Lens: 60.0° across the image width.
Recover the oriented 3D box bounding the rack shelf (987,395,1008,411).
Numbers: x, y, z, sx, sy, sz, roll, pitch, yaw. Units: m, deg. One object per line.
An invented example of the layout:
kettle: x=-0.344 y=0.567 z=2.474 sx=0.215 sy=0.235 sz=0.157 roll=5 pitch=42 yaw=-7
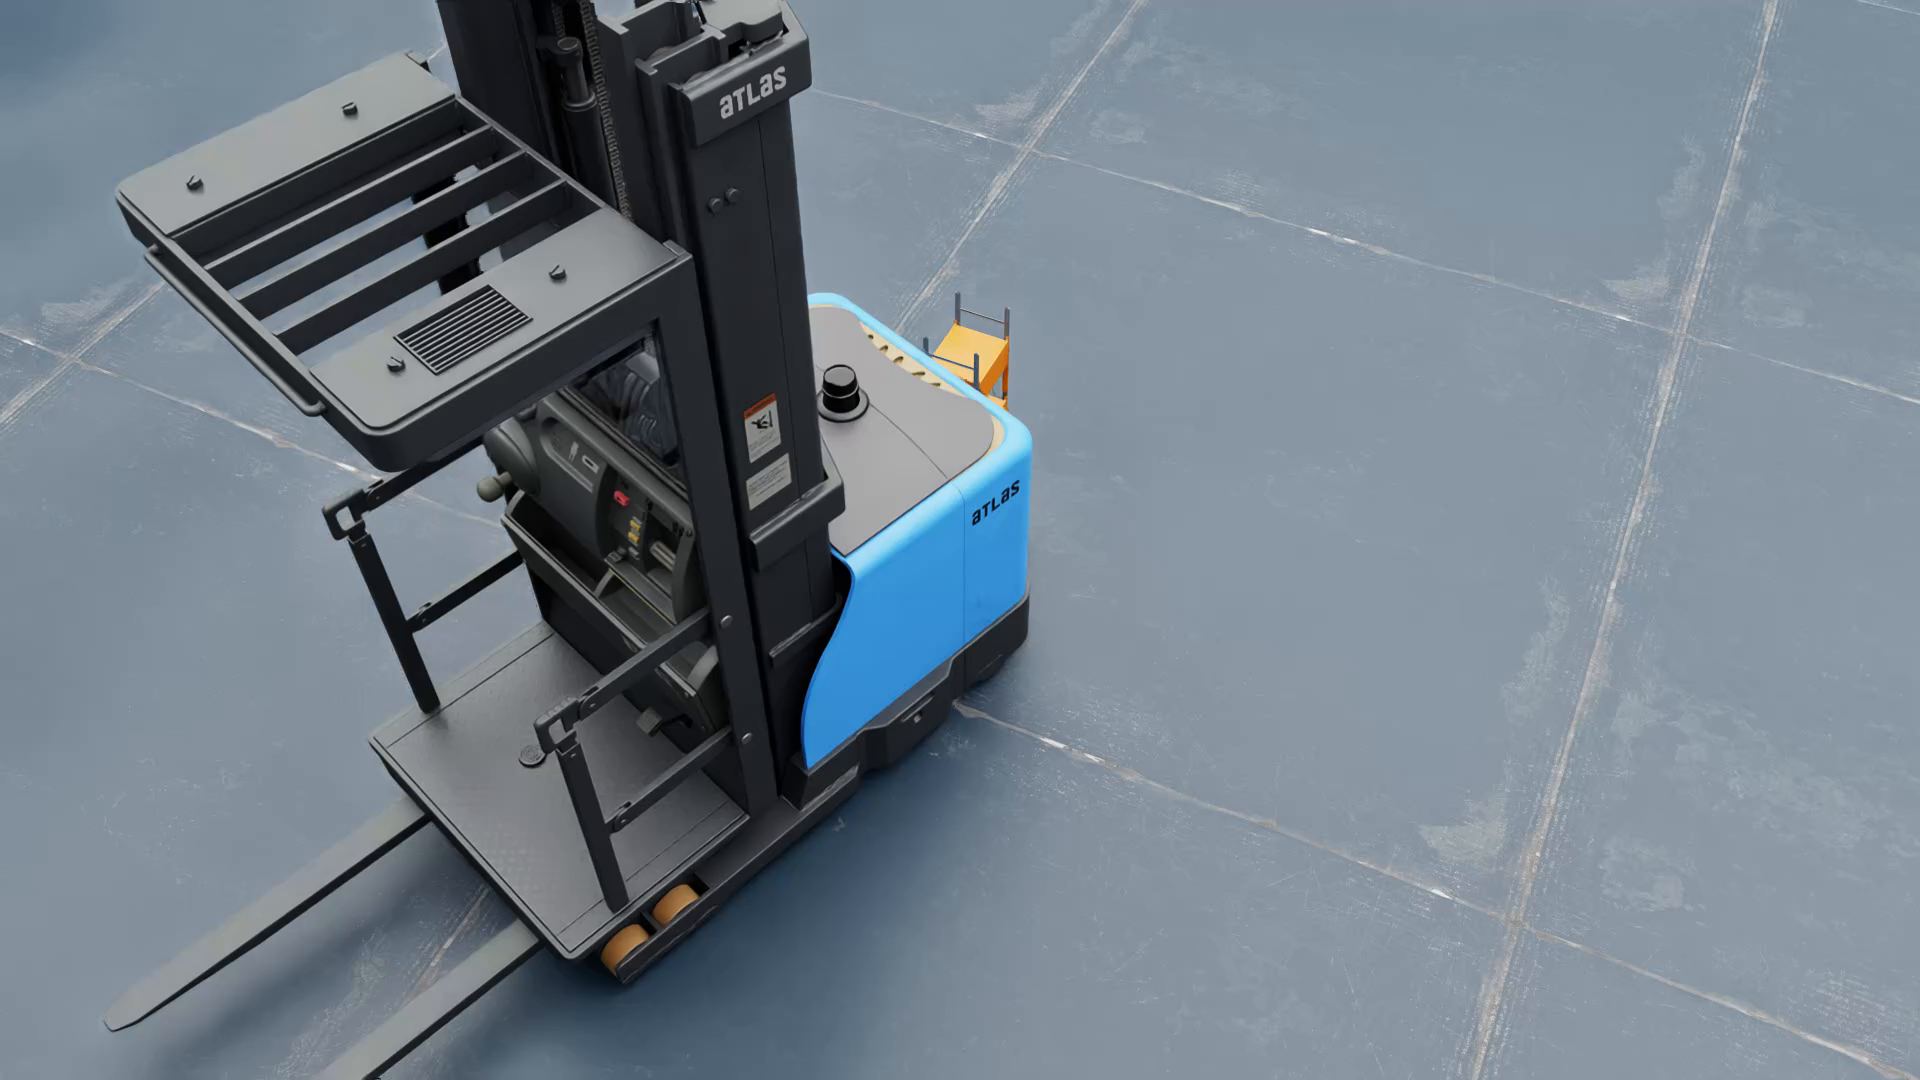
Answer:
rack shelf: x=0.023 y=-0.370 z=5.890 sx=0.215 sy=0.259 sz=0.240 roll=20 pitch=52 yaw=16

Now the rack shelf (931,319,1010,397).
rack shelf: x=0.023 y=-0.554 z=5.673 sx=0.215 sy=0.259 sz=0.240 roll=20 pitch=52 yaw=16

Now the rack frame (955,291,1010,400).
rack frame: x=0.075 y=-0.461 z=5.953 sx=0.200 sy=1.050 sz=0.008 roll=20 pitch=52 yaw=16

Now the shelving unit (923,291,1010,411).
shelving unit: x=0.023 y=-0.377 z=5.882 sx=0.215 sy=1.050 sz=0.252 roll=20 pitch=52 yaw=16

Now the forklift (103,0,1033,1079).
forklift: x=-1.160 y=-0.059 z=4.376 sx=3.031 sy=2.935 sz=1.130 roll=-37 pitch=59 yaw=-27

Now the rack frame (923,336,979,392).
rack frame: x=-0.029 y=-0.293 z=5.810 sx=0.200 sy=1.050 sz=0.008 roll=20 pitch=52 yaw=16
